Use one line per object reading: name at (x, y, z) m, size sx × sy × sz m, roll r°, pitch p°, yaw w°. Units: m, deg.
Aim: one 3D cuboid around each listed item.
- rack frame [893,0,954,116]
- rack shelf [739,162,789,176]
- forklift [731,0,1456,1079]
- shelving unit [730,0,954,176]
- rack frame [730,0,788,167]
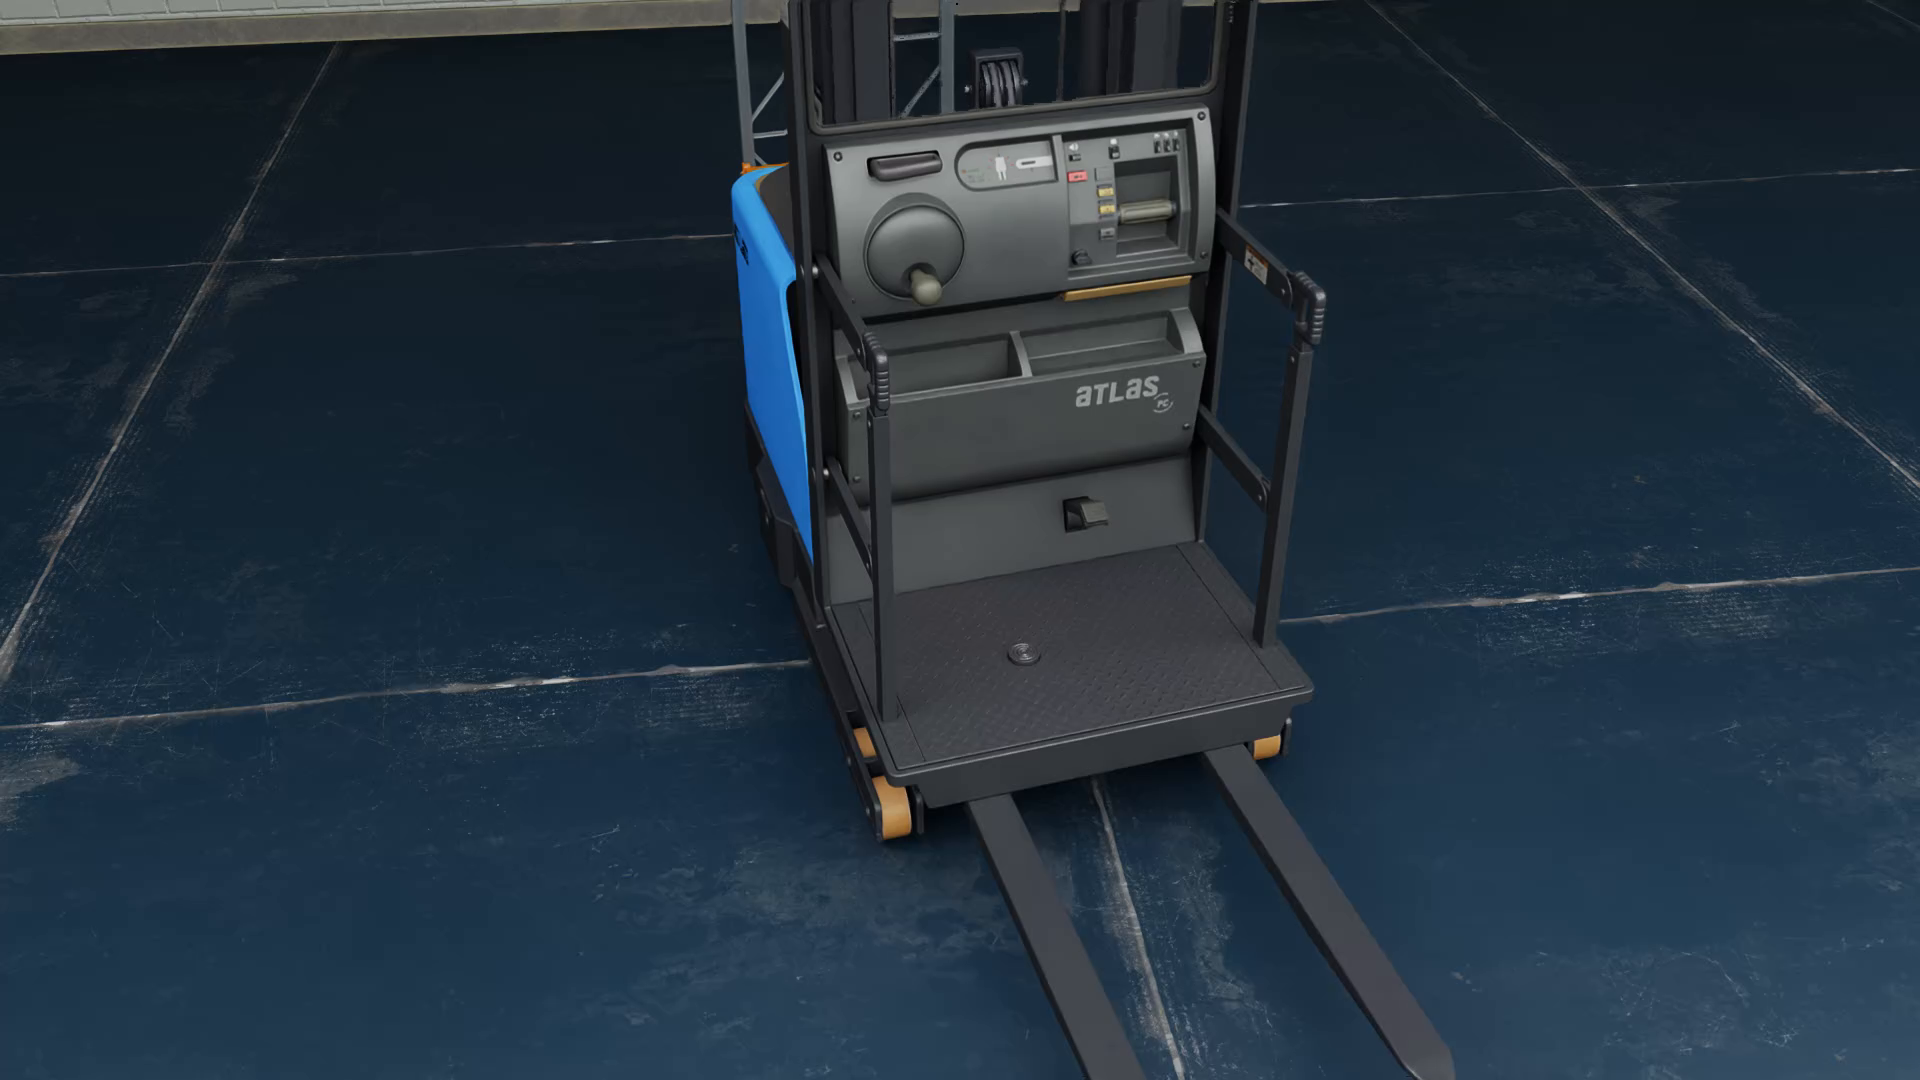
rack frame at (-0.262, -0.959, 5.325) m, size 0.500 × 1.500 × 0.032 m, roll -10°, pitch 35°, yaw -14°
rack shelf at (-0.411, -1.084, 5.828) m, size 0.538 × 0.185 × 1.000 m, roll -10°, pitch 35°, yaw -14°
forklift at (0.220, -0.716, 3.698) m, size 1.130 × 2.935 × 3.031 m, roll -10°, pitch 35°, yaw -14°
shelving unit at (-0.408, -1.228, 5.720) m, size 0.587 × 1.500 × 1.083 m, roll -10°, pitch 35°, yaw -14°
rack frame at (-0.559, -1.507, 6.129) m, size 0.500 × 1.500 × 0.032 m, roll -10°, pitch 35°, yaw -14°
